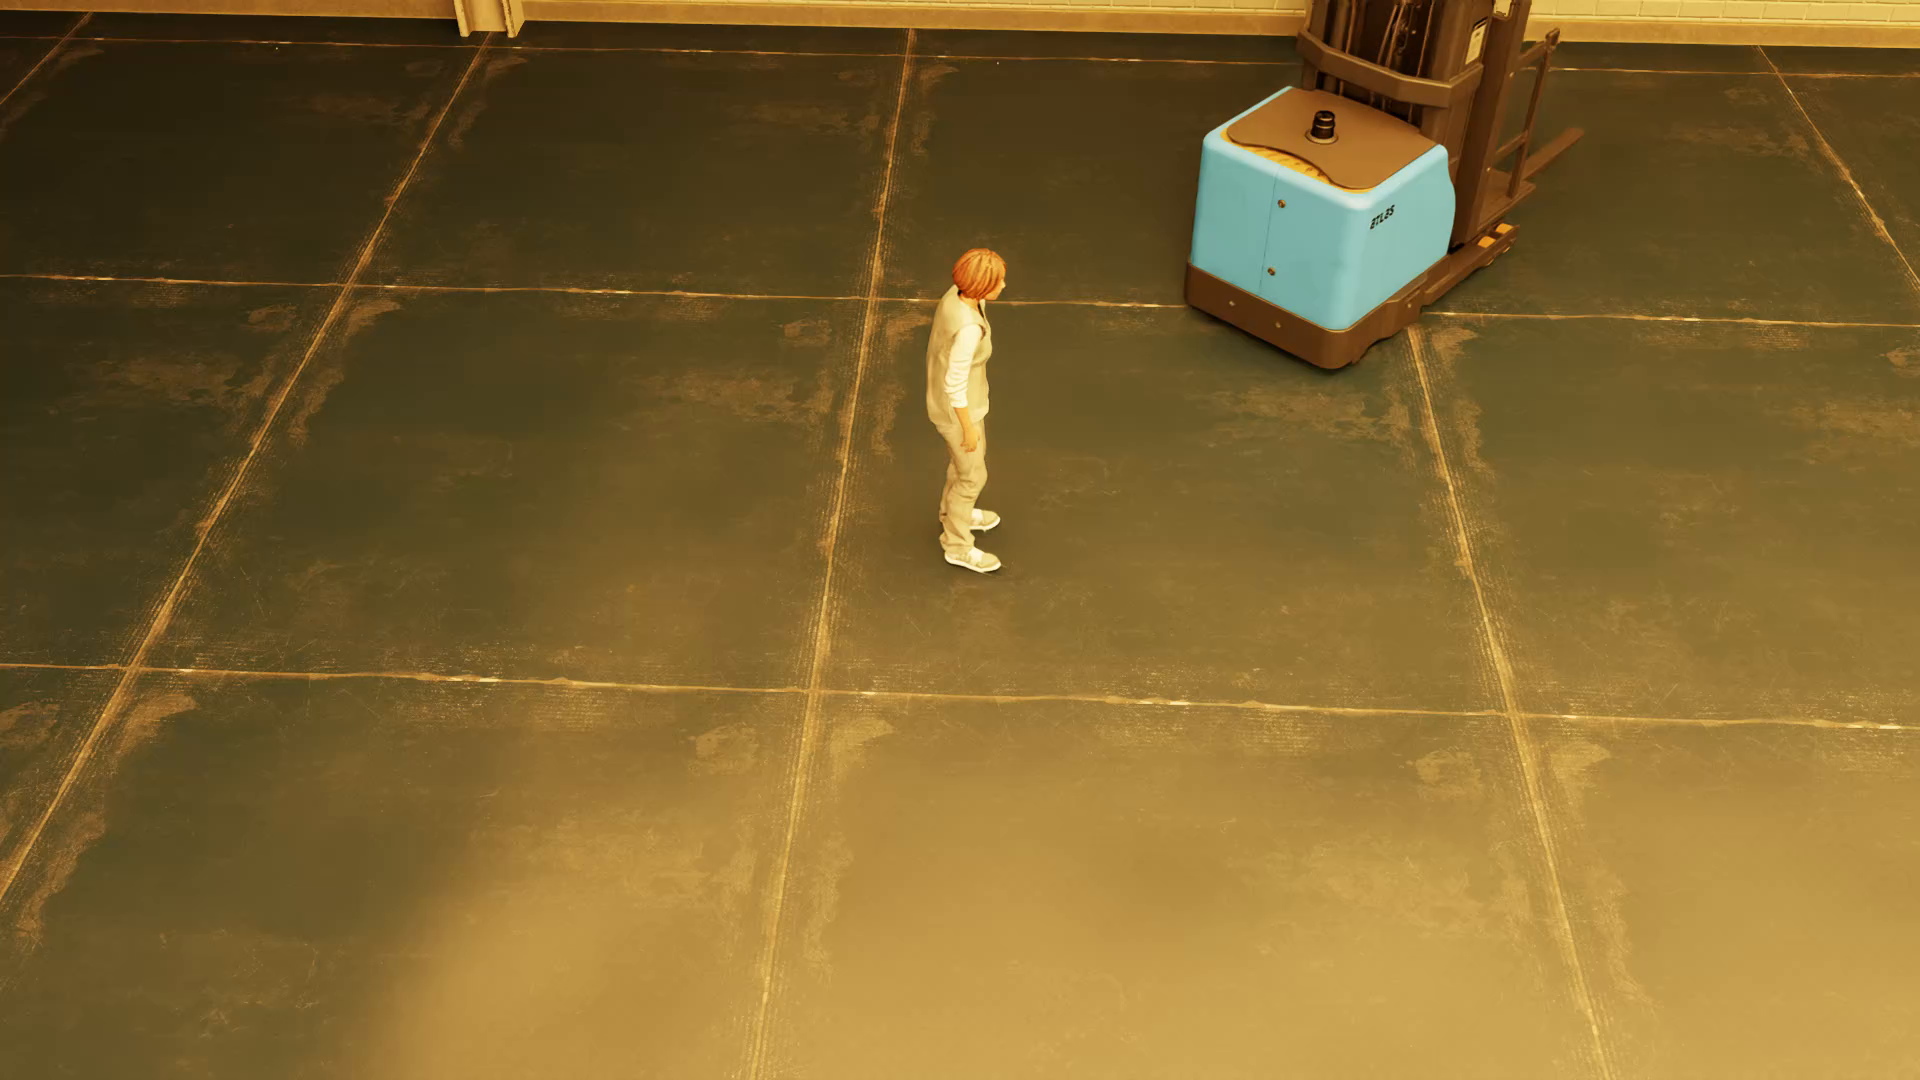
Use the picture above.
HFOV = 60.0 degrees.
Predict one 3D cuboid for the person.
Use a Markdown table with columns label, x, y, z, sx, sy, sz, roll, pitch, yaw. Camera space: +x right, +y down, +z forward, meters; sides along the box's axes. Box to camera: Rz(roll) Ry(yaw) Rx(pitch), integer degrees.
| label | x | y | z | sx | sy | sz | roll | pitch | yaw |
| --- | --- | --- | --- | --- | --- | --- | --- | --- | --- |
| person | 0.021 | -0.591 | 7.383 | 0.344 | 1.592 | 0.467 | 0 | 42 | 0 |

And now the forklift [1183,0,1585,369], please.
| label | x | y | z | sx | sy | sz | roll | pitch | yaw |
| --- | --- | --- | --- | --- | --- | --- | --- | --- | --- |
| forklift | 2.625 | -2.889 | 8.907 | 1.130 | 2.935 | 3.031 | 32 | 51 | 30 |
